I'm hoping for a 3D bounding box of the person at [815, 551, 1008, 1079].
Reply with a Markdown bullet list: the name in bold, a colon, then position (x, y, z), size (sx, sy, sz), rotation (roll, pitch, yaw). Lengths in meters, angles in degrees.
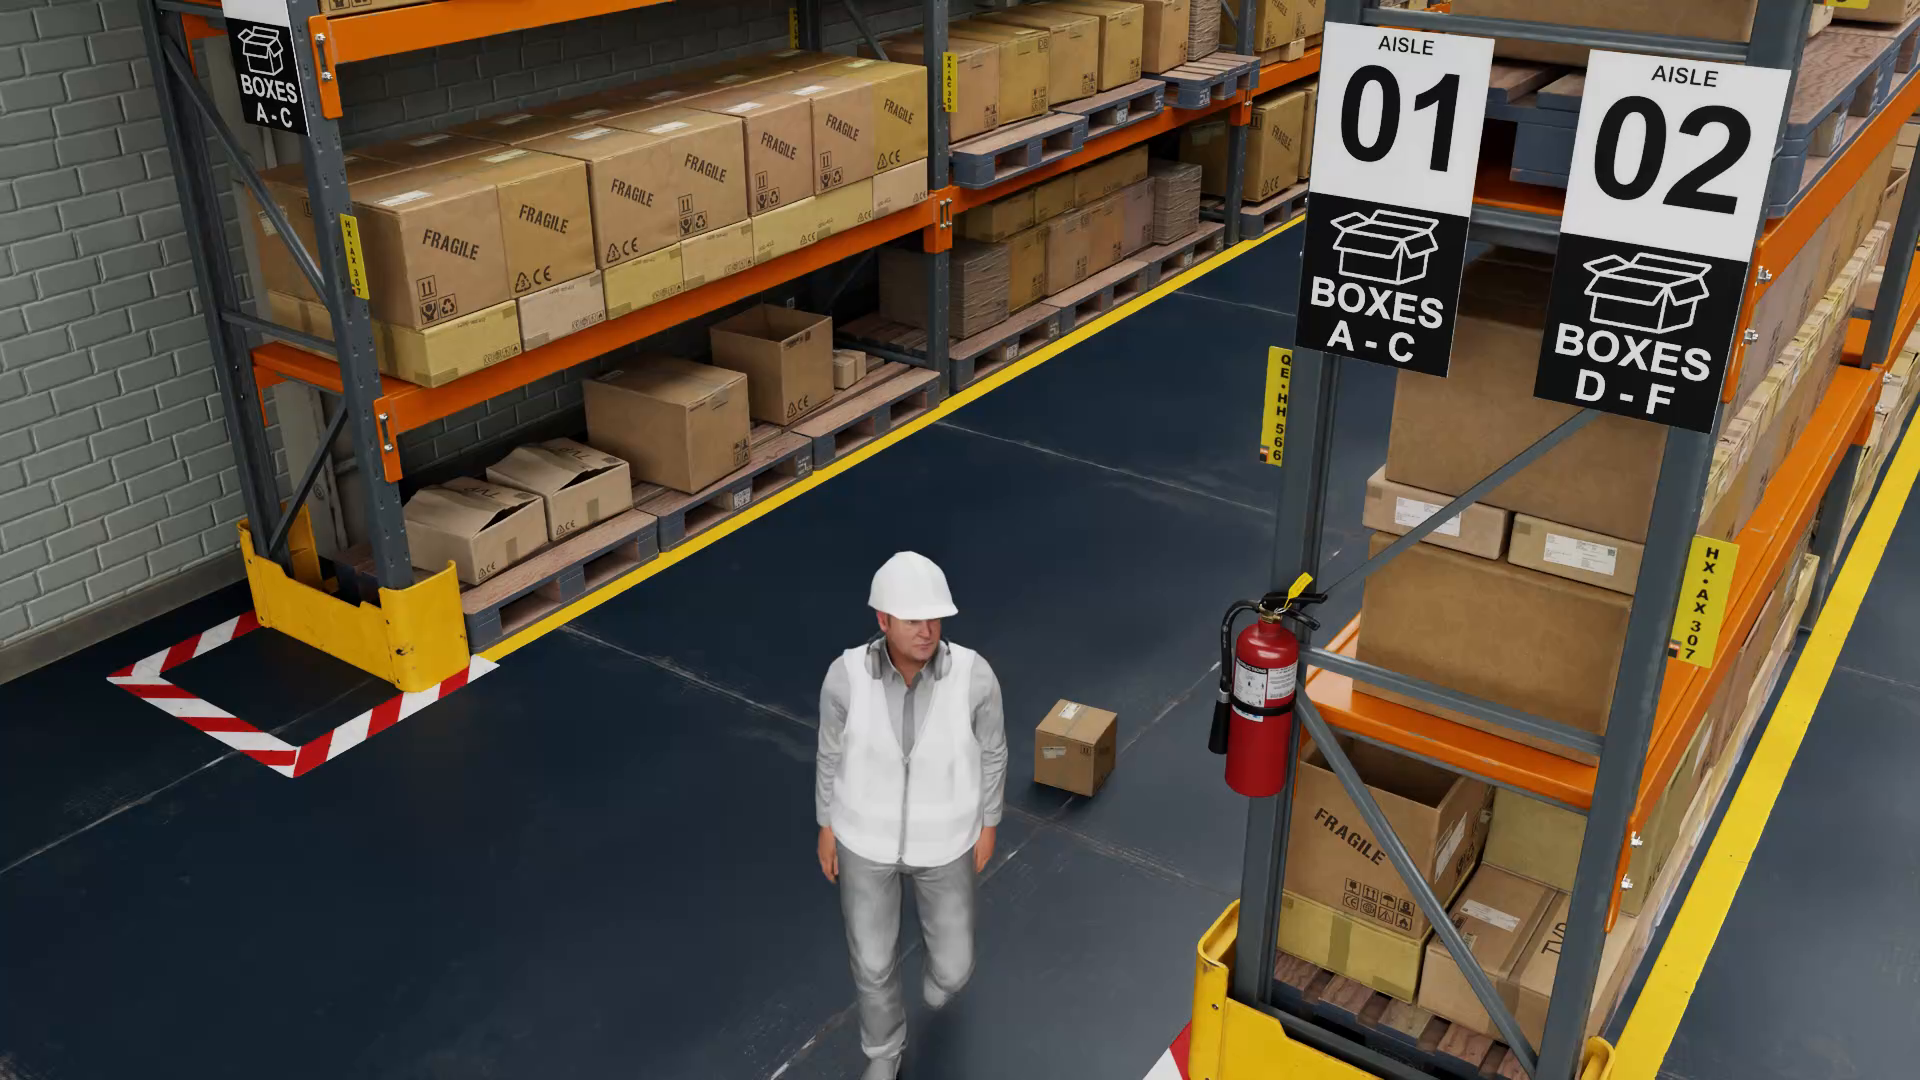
- **person**: position (-0.144, 0.835, 4.895), size (0.563, 1.755, 0.627), rotation (1, 27, 2)
